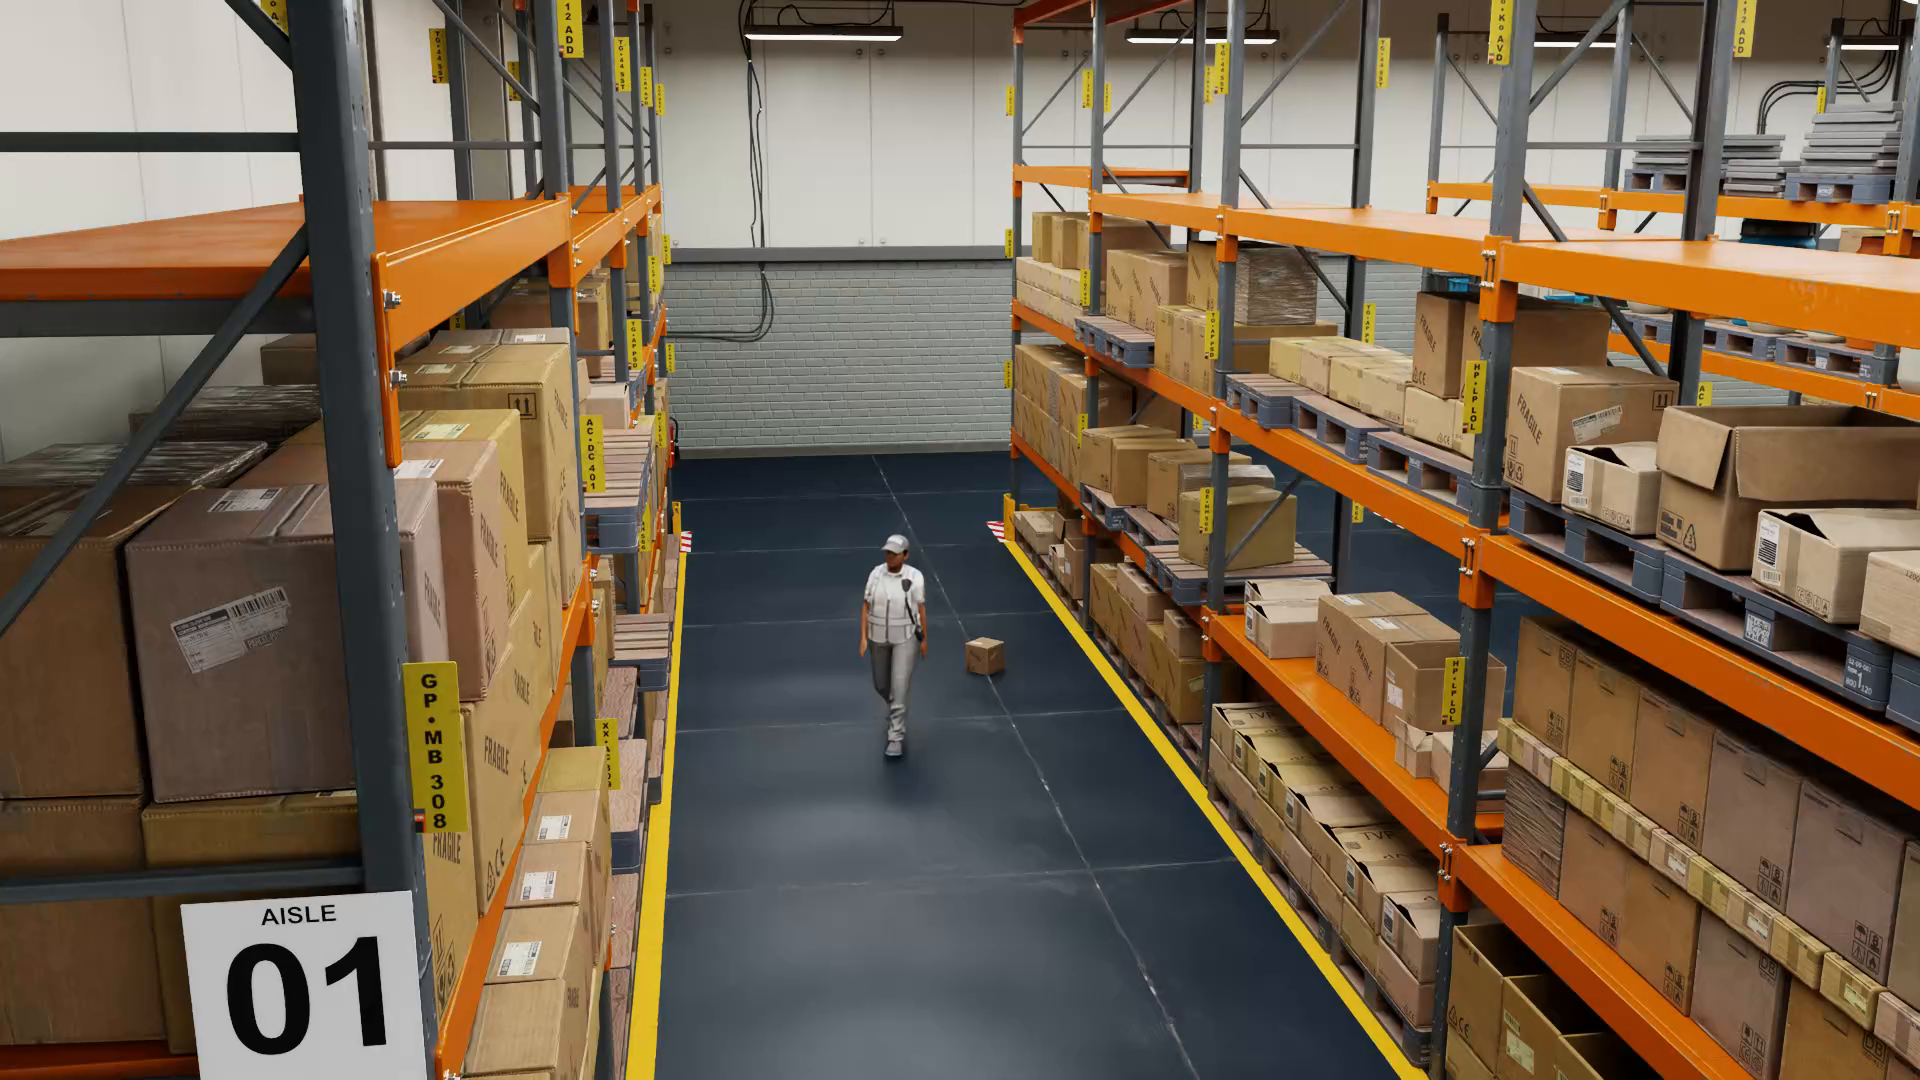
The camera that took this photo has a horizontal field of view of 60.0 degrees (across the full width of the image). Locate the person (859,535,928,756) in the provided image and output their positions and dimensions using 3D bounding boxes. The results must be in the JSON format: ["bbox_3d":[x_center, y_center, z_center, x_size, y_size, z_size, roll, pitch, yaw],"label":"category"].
[{"bbox_3d":[-0.512,0.754,12.770,0.493,1.621,0.929,4,14,16],"label":"person"}]
